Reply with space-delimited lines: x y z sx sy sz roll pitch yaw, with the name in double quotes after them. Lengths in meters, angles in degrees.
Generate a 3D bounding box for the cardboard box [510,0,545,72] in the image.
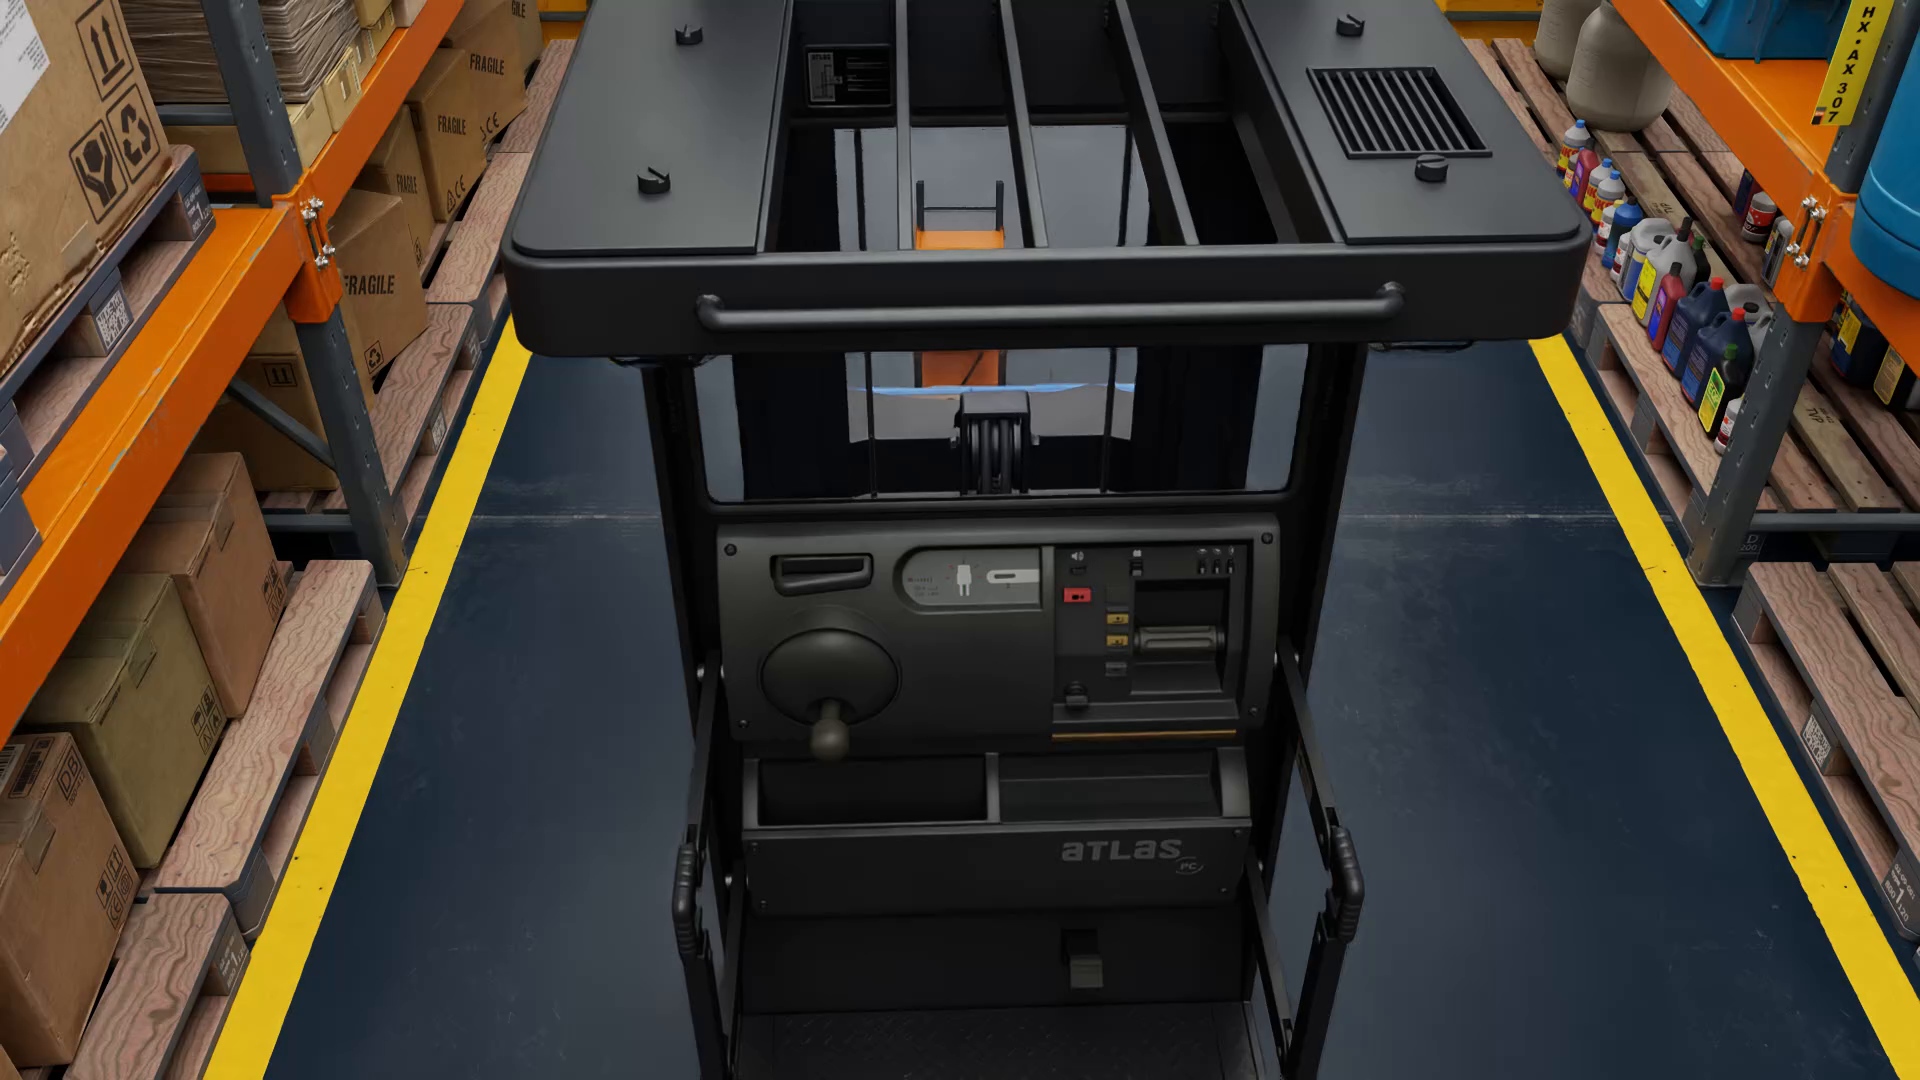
-2.227 -2.356 7.454 0.500 0.500 0.500 7 39 8 "cardboard box"

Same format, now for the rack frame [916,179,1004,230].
0.000 -0.517 4.936 0.240 1.200 0.015 0 39 0 "rack frame"

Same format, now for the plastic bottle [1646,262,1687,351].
2.415 -0.796 5.665 0.061 0.283 0.133 2 39 3 "plastic bottle"

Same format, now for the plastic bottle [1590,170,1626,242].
2.433 -1.258 6.251 0.097 0.271 0.097 0 39 0 "plastic bottle"

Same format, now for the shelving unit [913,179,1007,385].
0.000 -0.365 4.746 0.258 1.200 0.503 0 39 0 "shelving unit"

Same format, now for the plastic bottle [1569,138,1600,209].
2.414 -1.398 6.416 0.061 0.283 0.133 1 39 1 "plastic bottle"

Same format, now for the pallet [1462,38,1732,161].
2.784 -1.918 7.475 1.003 0.211 1.213 0 39 0 "pallet"

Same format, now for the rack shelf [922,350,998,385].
0.000 -0.487 4.648 0.258 0.148 0.480 0 39 0 "rack shelf"

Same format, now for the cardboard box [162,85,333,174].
-1.906 -1.093 4.417 0.380 0.149 0.250 0 39 0 "cardboard box"

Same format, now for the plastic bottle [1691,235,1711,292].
2.559 -0.913 5.811 0.061 0.283 0.133 0 39 0 "plastic bottle"

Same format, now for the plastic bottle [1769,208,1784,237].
3.155 -1.278 6.272 0.152 0.276 0.135 -1 39 -1 "plastic bottle"

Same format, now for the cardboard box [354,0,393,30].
-2.111 -1.806 4.787 0.875 0.500 0.500 0 39 0 "cardboard box"

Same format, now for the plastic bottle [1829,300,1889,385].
3.016 -0.703 5.495 0.144 0.351 0.185 0 39 0 "plastic bottle"

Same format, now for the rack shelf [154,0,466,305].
-2.209 -2.027 5.956 1.077 0.370 4.000 0 39 0 "rack shelf"

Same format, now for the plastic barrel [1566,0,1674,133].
2.819 -2.030 7.038 0.421 0.512 0.421 0 39 0 "plastic barrel"

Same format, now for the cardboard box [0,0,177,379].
-2.346 -0.958 3.231 1.000 1.000 1.000 0 39 0 "cardboard box"

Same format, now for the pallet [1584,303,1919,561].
2.787 -0.392 5.571 1.003 0.211 1.213 0 39 0 "pallet"

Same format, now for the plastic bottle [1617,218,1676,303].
2.460 -0.995 5.920 0.152 0.276 0.135 1 39 1 "plastic bottle"

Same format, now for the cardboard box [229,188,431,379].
-2.176 -0.854 5.580 0.500 0.500 0.500 12 40 14 "cardboard box"

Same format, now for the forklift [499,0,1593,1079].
0.076 0.237 2.611 1.130 2.935 3.031 -1 39 -2 "forklift"

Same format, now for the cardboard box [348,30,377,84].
-1.922 -1.406 4.807 0.380 0.149 0.250 0 39 0 "cardboard box"

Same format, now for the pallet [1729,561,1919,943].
2.786 0.519 4.434 1.003 0.211 1.213 0 39 0 "pallet"

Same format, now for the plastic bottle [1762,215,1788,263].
3.039 -1.118 6.132 0.097 0.201 0.097 0 39 0 "plastic bottle"

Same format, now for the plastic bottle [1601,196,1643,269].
2.433 -1.131 6.093 0.097 0.271 0.097 0 39 0 "plastic bottle"

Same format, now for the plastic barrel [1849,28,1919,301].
2.444 -1.014 3.716 0.600 0.901 0.708 0 39 0 "plastic barrel"

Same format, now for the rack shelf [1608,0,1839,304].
2.744 -2.030 5.960 1.077 0.370 4.000 0 39 0 "rack shelf"

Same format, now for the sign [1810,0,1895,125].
2.196 -1.175 4.096 0.100 0.325 0.005 0 39 0 "sign"

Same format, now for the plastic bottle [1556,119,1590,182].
2.432 -1.535 6.596 0.097 0.271 0.097 0 39 0 "plastic bottle"

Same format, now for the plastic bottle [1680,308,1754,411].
2.457 -0.601 5.368 0.144 0.351 0.185 -1 39 -1 "plastic bottle"

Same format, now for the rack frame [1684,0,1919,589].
2.746 -1.060 4.174 1.000 3.000 0.127 0 39 0 "rack frame"

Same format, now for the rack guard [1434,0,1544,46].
2.789 -2.539 8.018 1.175 0.500 0.348 0 39 0 "rack guard"

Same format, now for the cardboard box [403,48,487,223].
-2.211 -1.591 6.499 0.500 0.500 0.500 3 39 4 "cardboard box"

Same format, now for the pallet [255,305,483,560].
-2.243 -0.389 5.566 1.003 0.211 1.213 0 39 0 "pallet"

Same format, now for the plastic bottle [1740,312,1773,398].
2.601 -0.601 5.368 0.144 0.351 0.185 0 39 0 "plastic bottle"

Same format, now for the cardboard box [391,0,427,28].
-1.890 -1.719 5.197 0.380 0.149 0.250 0 39 0 "cardboard box"

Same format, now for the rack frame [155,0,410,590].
-2.207 -1.057 4.170 1.000 3.000 0.127 0 39 0 "rack frame"

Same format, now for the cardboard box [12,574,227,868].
-2.246 0.429 3.963 0.700 0.500 0.500 0 39 0 "cardboard box"

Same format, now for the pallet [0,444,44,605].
-2.245 0.282 2.653 1.003 0.211 1.213 0 39 0 "pallet"

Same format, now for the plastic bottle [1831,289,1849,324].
3.122 -0.882 5.782 0.097 0.271 0.097 0 39 0 "plastic bottle"

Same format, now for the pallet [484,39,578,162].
-2.246 -1.914 7.470 1.003 0.211 1.213 0 39 0 "pallet"

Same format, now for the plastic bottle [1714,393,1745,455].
2.434 -0.367 5.195 0.097 0.201 0.097 0 39 0 "plastic bottle"
